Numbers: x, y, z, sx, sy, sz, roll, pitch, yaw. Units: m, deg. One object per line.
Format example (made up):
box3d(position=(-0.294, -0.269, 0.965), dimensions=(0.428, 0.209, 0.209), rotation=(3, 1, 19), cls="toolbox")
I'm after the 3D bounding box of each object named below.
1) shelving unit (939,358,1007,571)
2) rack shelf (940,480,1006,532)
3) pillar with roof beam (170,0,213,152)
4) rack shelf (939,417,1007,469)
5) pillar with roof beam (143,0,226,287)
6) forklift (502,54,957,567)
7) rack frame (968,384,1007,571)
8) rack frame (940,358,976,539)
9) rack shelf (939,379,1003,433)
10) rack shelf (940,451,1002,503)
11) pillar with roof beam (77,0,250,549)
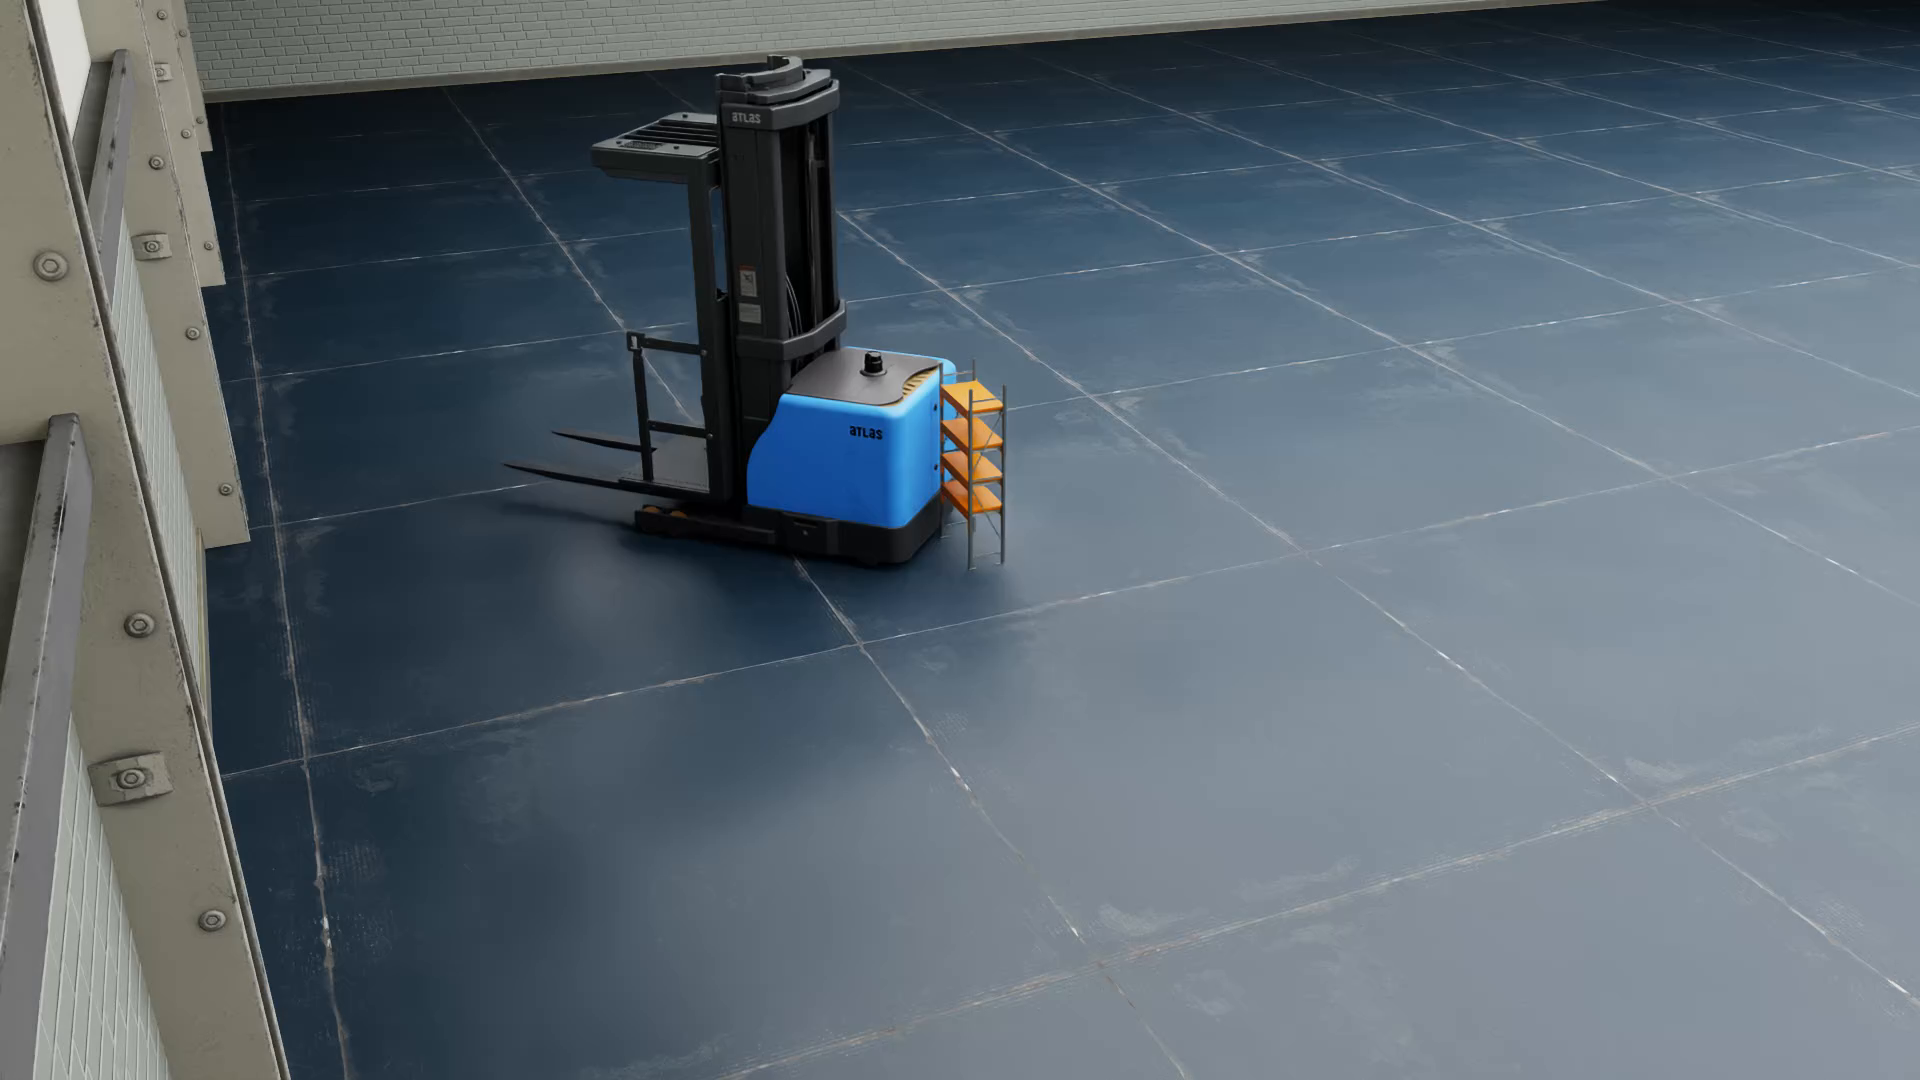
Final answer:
box3d(position=(0.077, -0.470, 10.345), dimensions=(0.258, 1.200, 0.503), rotation=(-10, 28, -19), cls="shelving unit")
box3d(position=(0.077, -0.231, 10.462), dimensions=(0.258, 0.148, 0.480), rotation=(-10, 28, -19), cls="rack shelf")
box3d(position=(-5.538, -9.672, 20.304), dimensions=(9.100, 9.000, 0.400), rotation=(-11, 28, -21), cls="pillar with roof beam")
box3d(position=(0.077, -0.611, 10.277), dimensions=(0.258, 0.148, 0.480), rotation=(-10, 28, -19), cls="rack shelf")
box3d(position=(-3.188, -7.250, 15.343), dimensions=(9.100, 9.000, 0.400), rotation=(-11, 28, -21), cls="pillar with roof beam")
box3d(position=(-1.584, -1.542, 10.567), dimensions=(3.031, 2.935, 1.130), rotation=(9, 28, 18), cls="forklift")
box3d(position=(0.166, -0.370, 10.141), dimensions=(0.240, 1.200, 0.015), rotation=(-10, 28, -19), cls="rack frame")
box3d(position=(-0.012, -0.570, 10.550), dimensions=(0.240, 1.200, 0.015), rotation=(-10, 28, -19), cls="rack frame")
box3d(position=(0.077, -0.823, 10.173), dimensions=(0.258, 0.148, 0.480), rotation=(-10, 28, -19), cls="rack shelf")
box3d(position=(0.077, -0.410, 10.375), dimensions=(0.258, 0.148, 0.480), rotation=(-10, 28, -19), cls="rack shelf")
box3d(position=(-0.839, -4.828, 10.382), dimensions=(9.100, 9.000, 0.400), rotation=(-11, 28, -21), cls="pillar with roof beam")
